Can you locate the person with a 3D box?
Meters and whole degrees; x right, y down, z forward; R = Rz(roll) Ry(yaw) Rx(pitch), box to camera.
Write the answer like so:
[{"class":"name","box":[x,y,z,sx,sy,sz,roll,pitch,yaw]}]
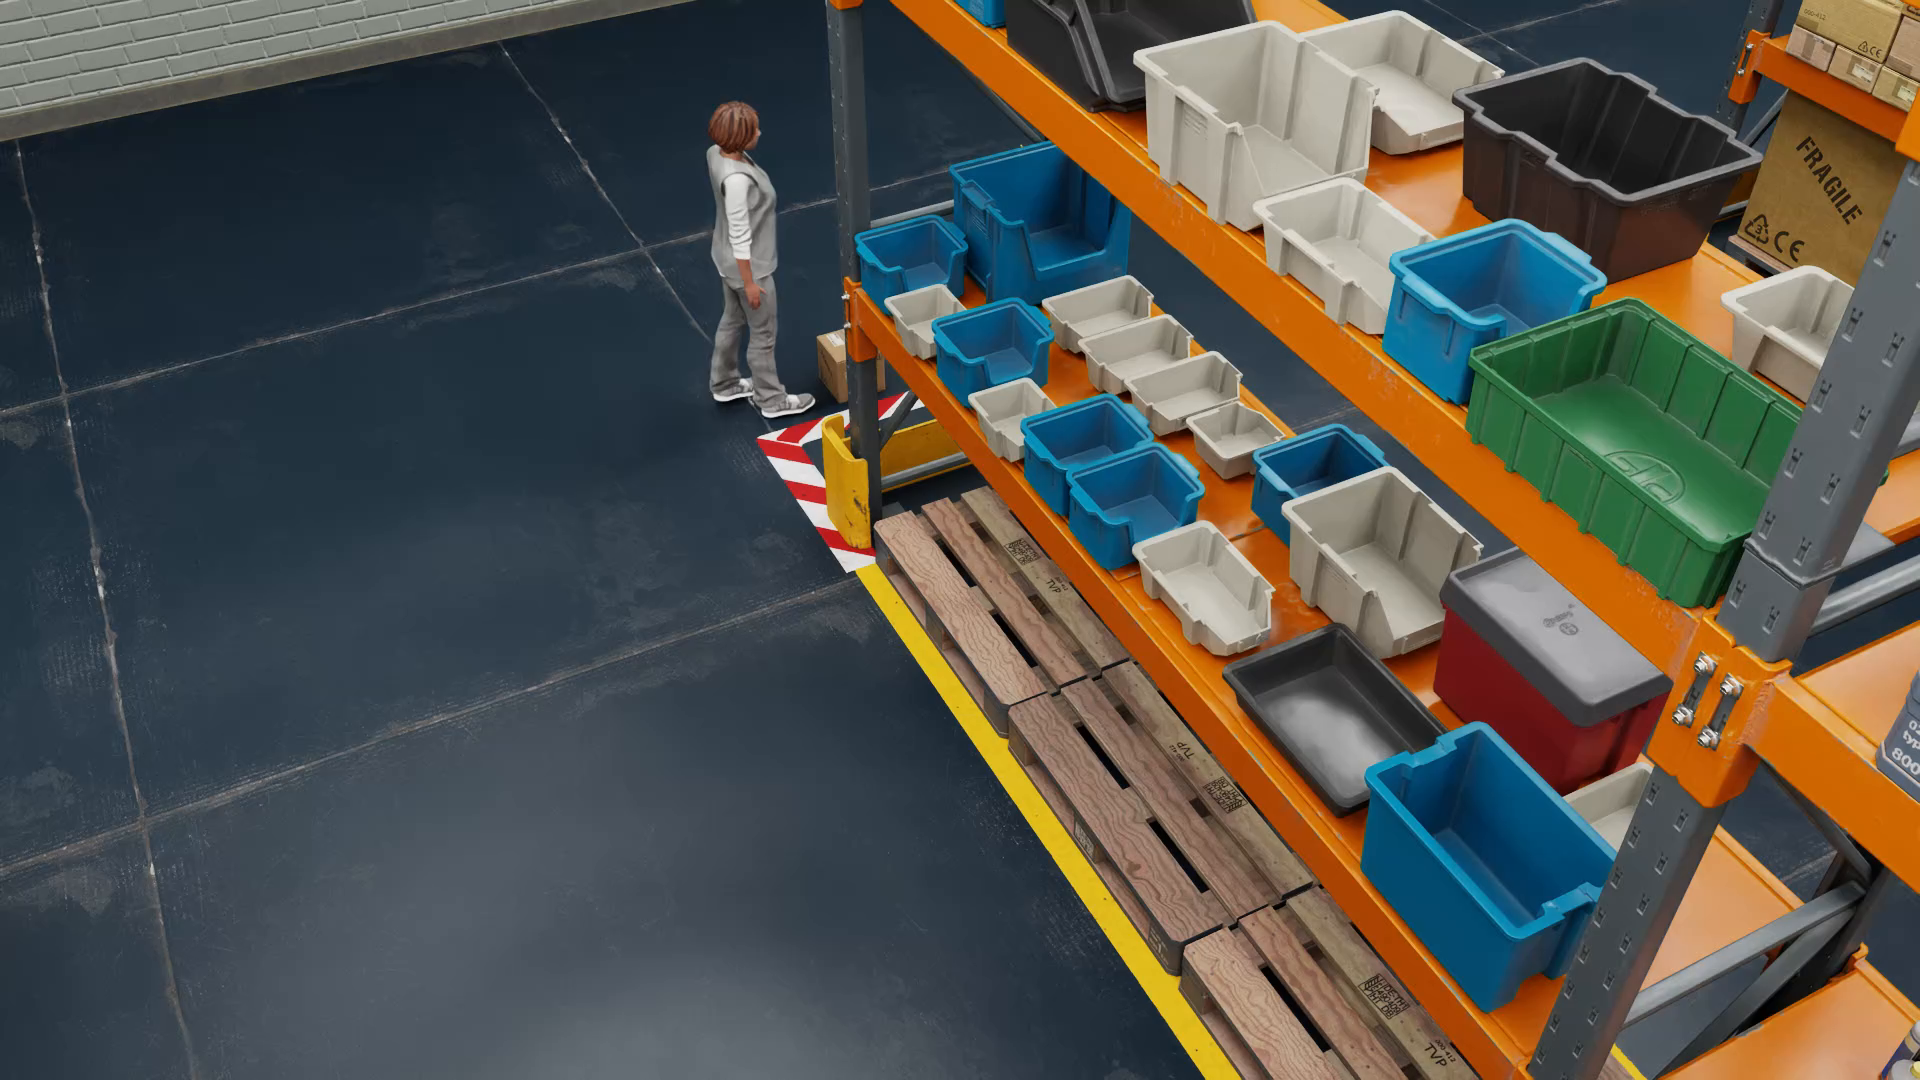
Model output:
[{"class":"person","box":[-0.967,-1.268,7.631,0.480,1.603,0.432,-14,43,-15]}]
